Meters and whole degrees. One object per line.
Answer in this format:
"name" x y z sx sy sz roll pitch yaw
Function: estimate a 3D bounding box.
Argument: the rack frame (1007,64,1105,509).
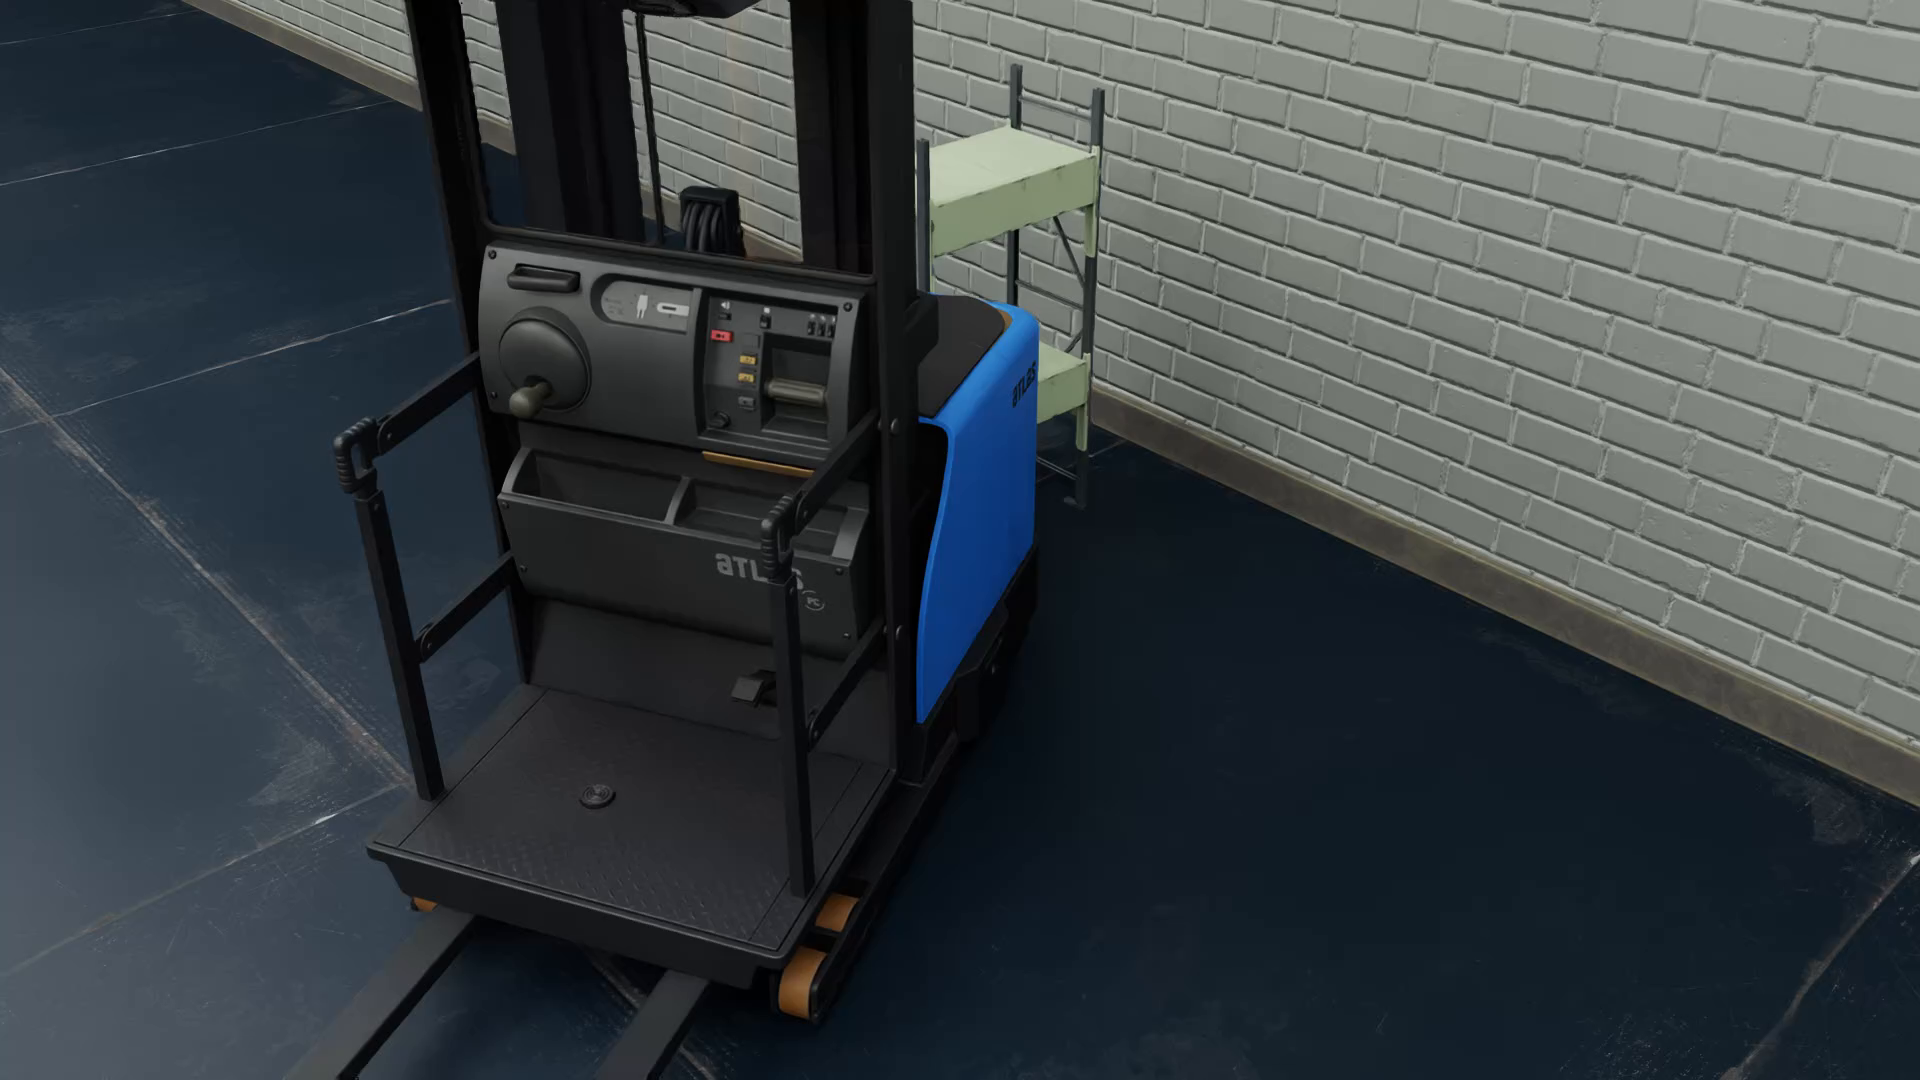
"rack frame" 0.307 -0.830 5.670 0.023 1.500 0.400 -26 40 -35

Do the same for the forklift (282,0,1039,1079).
"forklift" -0.732 -0.369 3.544 1.130 2.935 3.031 11 33 17

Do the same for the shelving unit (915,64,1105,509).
"shelving unit" 0.038 -0.700 5.458 0.755 1.500 0.431 -26 40 -35

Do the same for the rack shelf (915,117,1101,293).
"rack shelf" 0.038 -1.033 5.254 0.720 0.370 0.431 -26 40 -35

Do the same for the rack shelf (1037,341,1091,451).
"rack shelf" 0.038 -0.422 5.628 0.720 0.370 0.431 -26 40 -35

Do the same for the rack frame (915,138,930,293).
"rack frame" -0.230 -0.571 5.246 0.023 1.500 0.400 -26 40 -35
